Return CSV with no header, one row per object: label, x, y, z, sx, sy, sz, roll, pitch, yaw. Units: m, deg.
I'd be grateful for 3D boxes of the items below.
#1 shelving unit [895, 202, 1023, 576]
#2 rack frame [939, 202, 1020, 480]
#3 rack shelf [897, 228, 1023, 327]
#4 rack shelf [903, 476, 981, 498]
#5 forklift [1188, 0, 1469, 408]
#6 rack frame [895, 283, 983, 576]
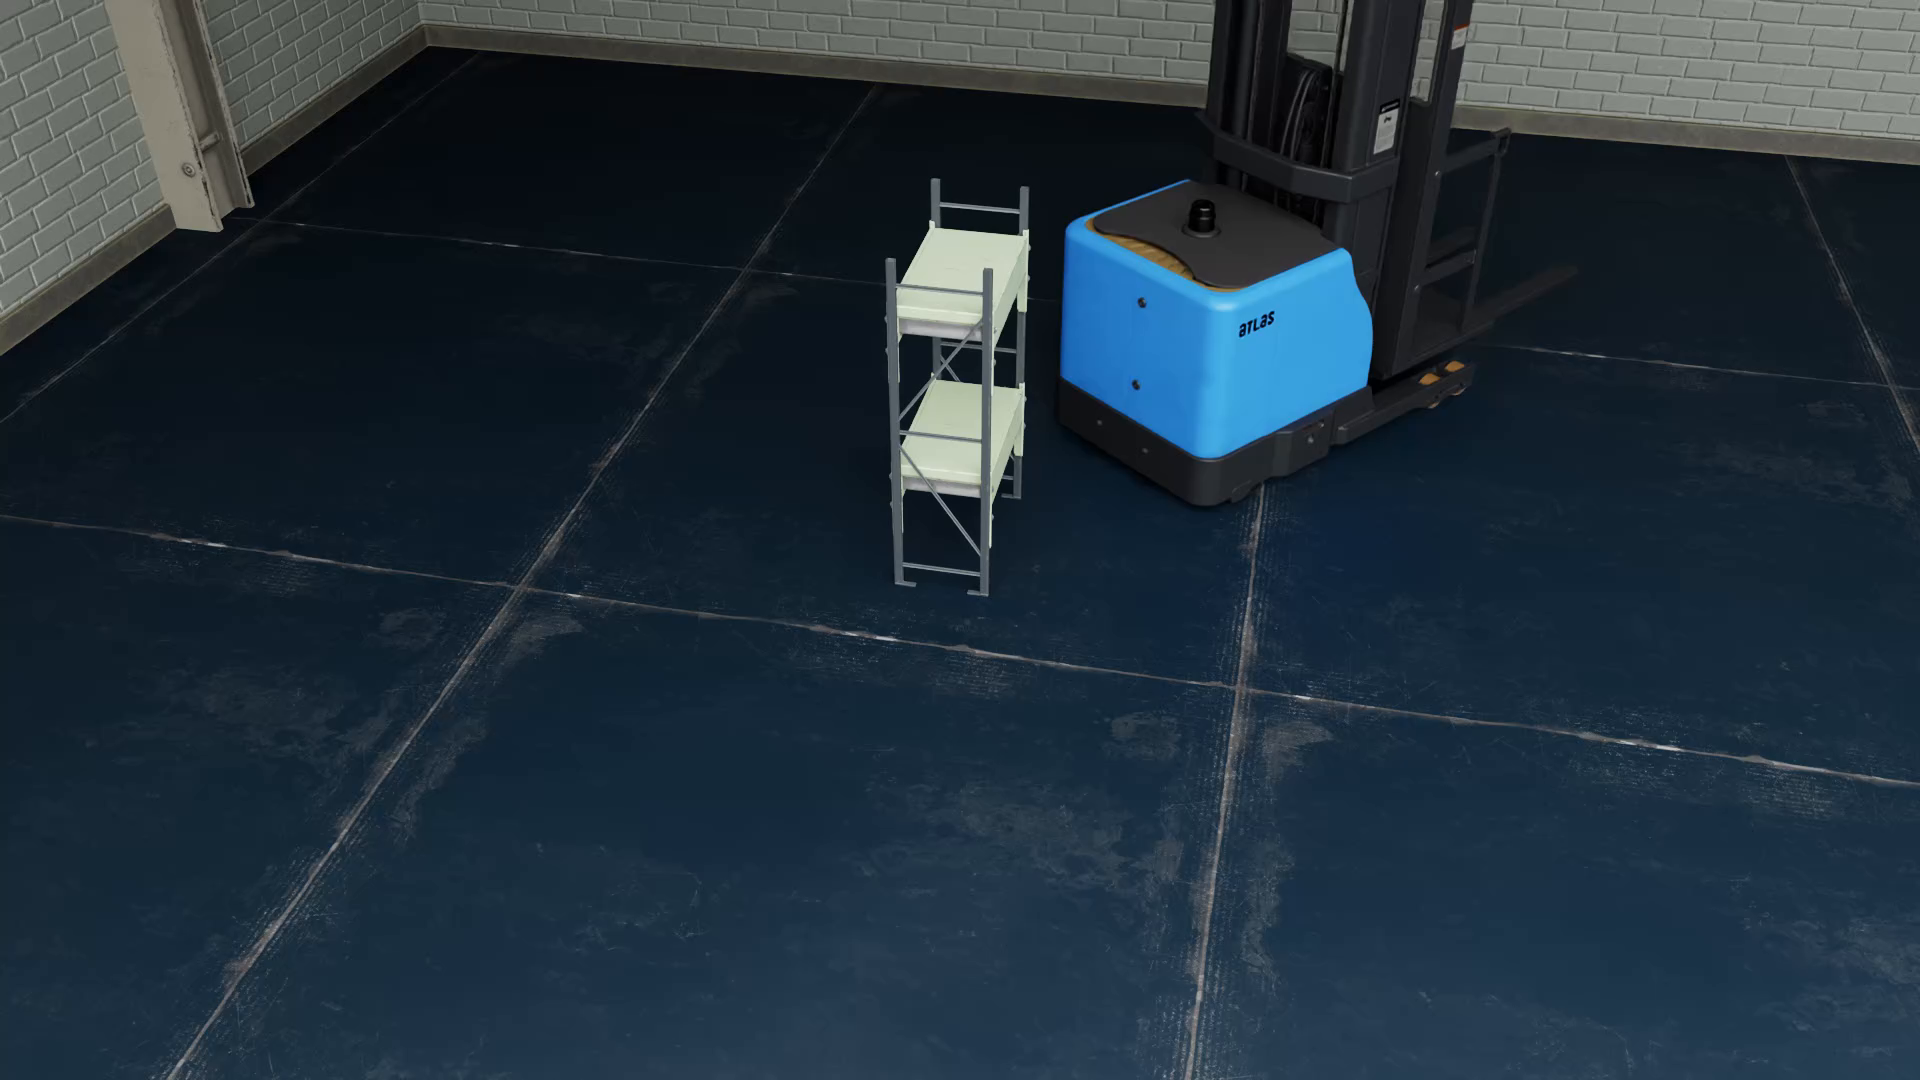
shelving unit,0.000,-0.611,6.815,0.380,1.308,0.742,7,37,10
rack frame,0.078,-0.821,7.105,0.380,1.308,0.010,7,37,10
rack shelf,0.001,-1.035,6.508,0.368,0.052,0.686,7,37,10
rack shelf,0.001,-0.405,6.964,0.332,0.071,0.664,7,37,10
forklift,1.922,-2.044,7.573,3.031,2.935,1.109,-25,43,-31
rack frame,-0.078,-0.401,6.526,0.380,1.308,0.010,7,37,10
